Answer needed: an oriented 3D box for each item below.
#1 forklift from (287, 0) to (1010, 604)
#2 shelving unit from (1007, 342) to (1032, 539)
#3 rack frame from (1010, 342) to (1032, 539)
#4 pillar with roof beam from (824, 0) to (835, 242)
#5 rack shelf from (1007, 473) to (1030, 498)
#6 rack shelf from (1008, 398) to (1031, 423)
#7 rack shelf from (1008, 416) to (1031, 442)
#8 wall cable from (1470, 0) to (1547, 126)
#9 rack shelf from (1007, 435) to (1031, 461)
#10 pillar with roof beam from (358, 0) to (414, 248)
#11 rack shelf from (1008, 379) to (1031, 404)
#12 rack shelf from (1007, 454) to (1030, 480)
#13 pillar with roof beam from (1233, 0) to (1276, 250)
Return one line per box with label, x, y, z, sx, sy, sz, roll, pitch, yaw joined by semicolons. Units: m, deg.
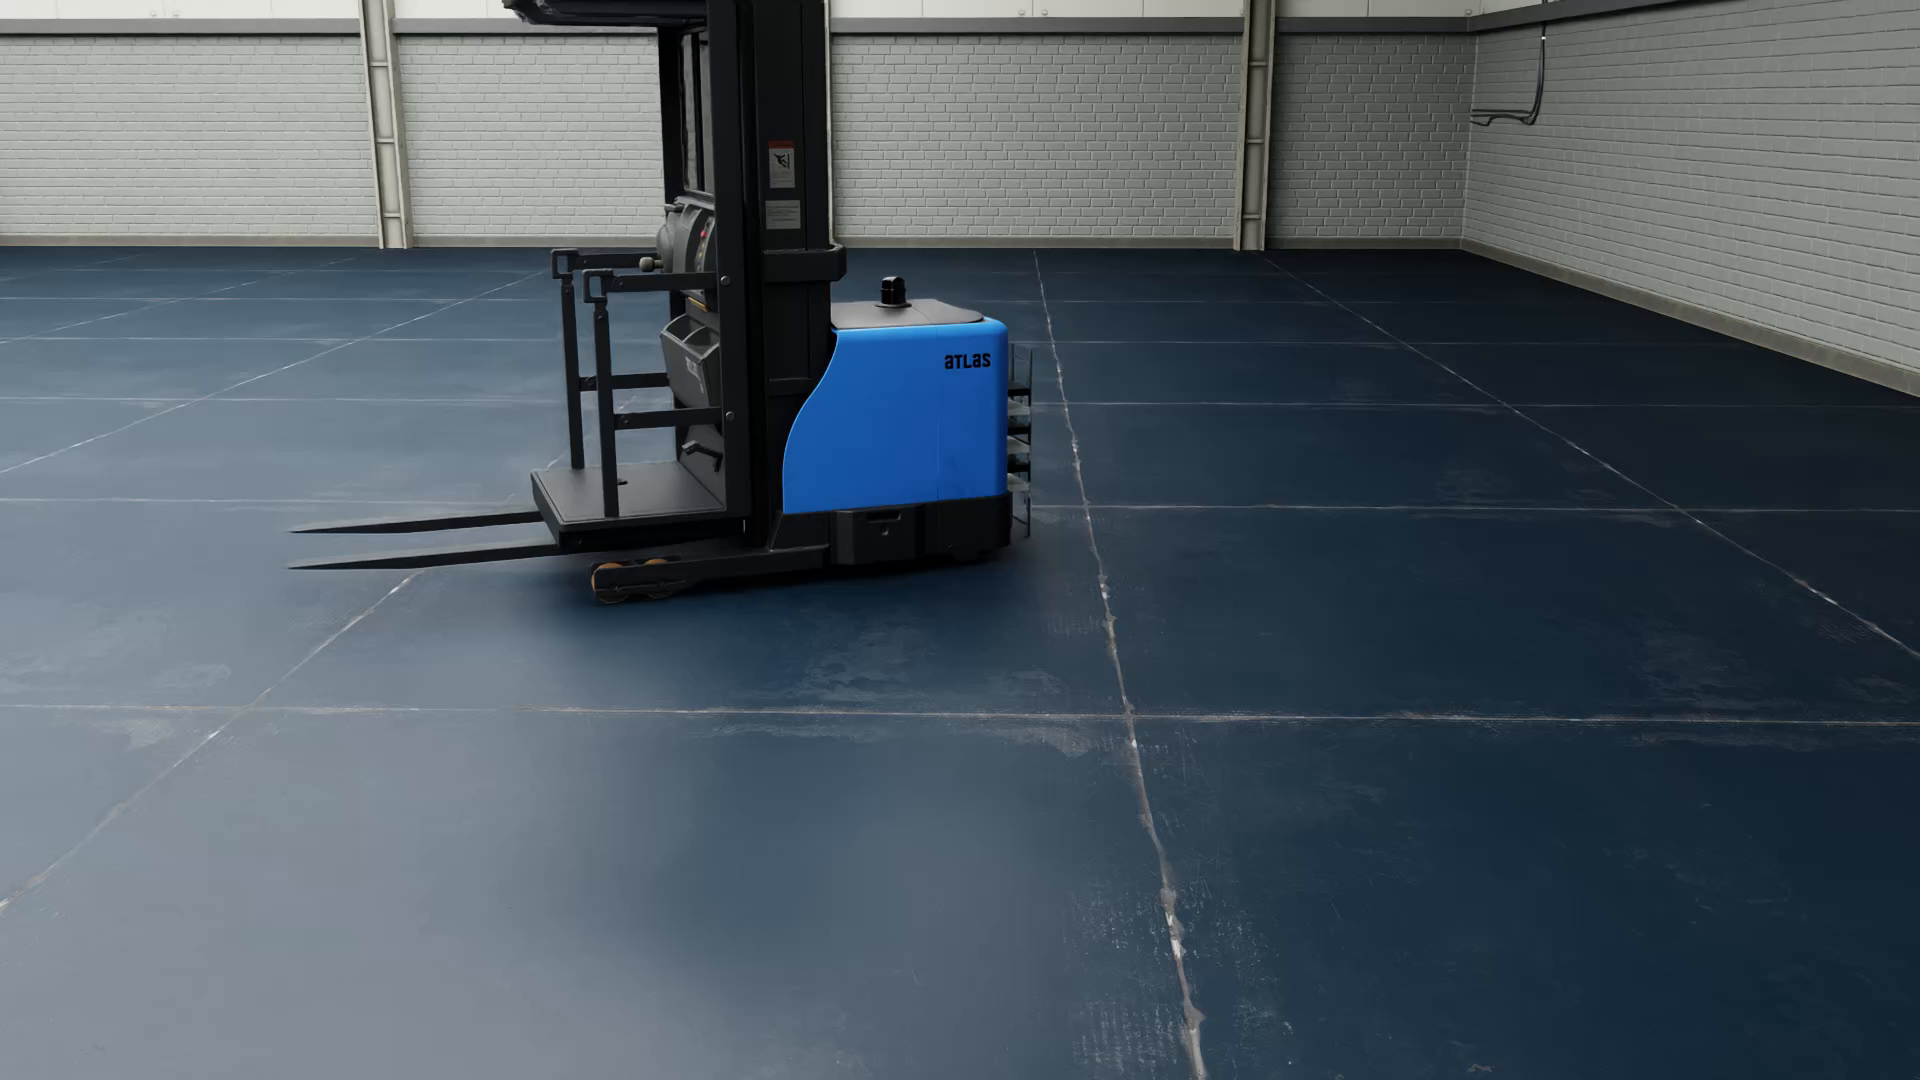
forklift;-1.347;-1.307;7.049;3.031;2.935;1.130;-5;16;-20
shelving unit;0.191;-0.460;7.819;0.210;0.900;0.258;-5;16;-20
rack frame;0.286;-0.469;7.853;0.006;0.900;0.240;-5;16;-20
pillar with roof beam;-2.074;-7.352;18.067;0.400;9.000;9.100;0;15;1
rack shelf;0.191;-0.254;7.873;0.200;0.077;0.258;-5;16;-20
rack shelf;0.191;-0.602;7.782;0.200;0.077;0.258;-5;16;-20
rack shelf;0.191;-0.515;7.805;0.200;0.077;0.258;-5;16;-20
wall cable;6.945;-6.553;21.125;0.112;2.526;3.097;0;15;1
rack shelf;0.191;-0.428;7.827;0.200;0.077;0.258;-5;16;-20
pillar with roof beam;-8.073;-7.391;18.215;0.400;9.000;9.100;0;15;1
rack shelf;0.191;-0.689;7.759;0.200;0.077;0.258;-5;16;-20
rack shelf;0.191;-0.341;7.850;0.200;0.077;0.258;-5;16;-20
pillar with roof beam;3.924;-7.313;17.918;0.400;9.000;9.100;0;15;1
